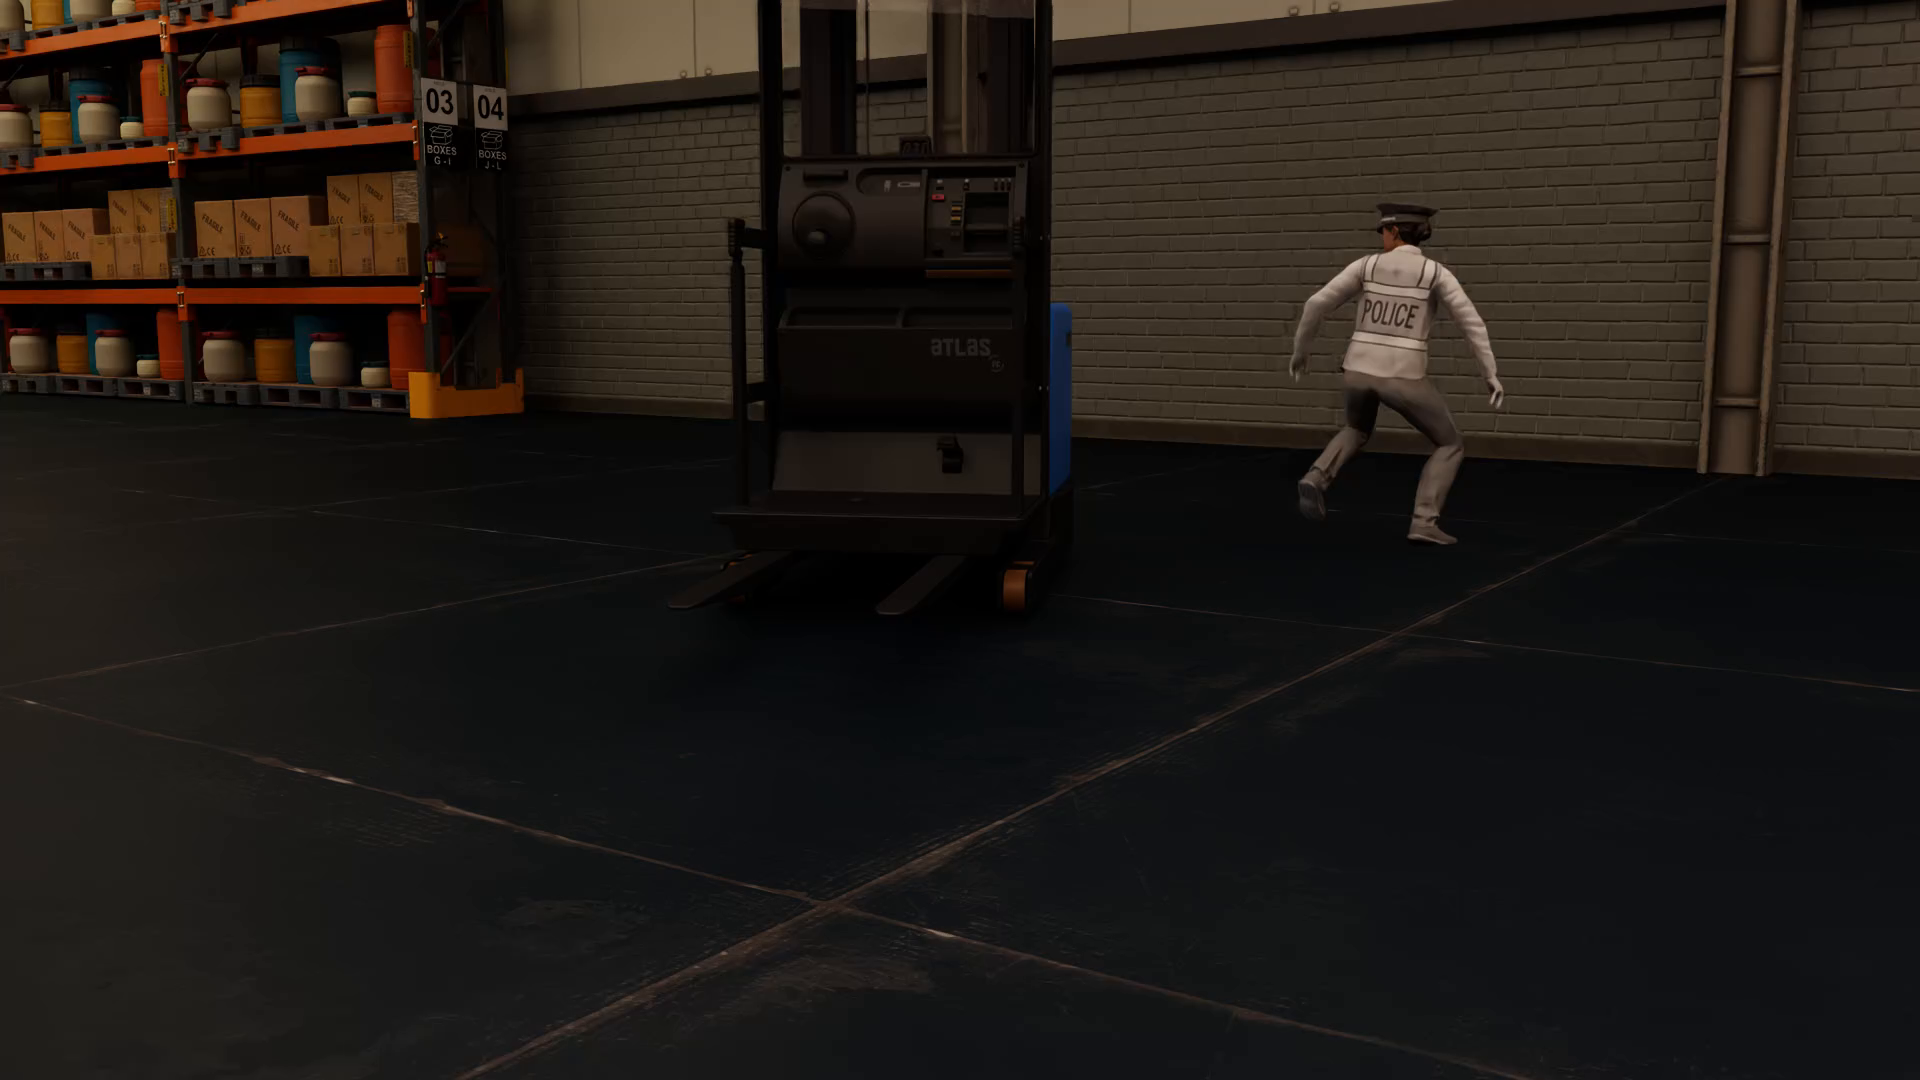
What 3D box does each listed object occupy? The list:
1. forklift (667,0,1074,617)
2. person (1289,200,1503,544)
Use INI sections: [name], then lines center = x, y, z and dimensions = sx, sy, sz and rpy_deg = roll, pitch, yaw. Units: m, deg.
[forklift]
center = -0.246, -1.244, 5.939
dimensions = 1.130, 2.935, 3.031
rpy_deg = 1, 8, 9
[person]
center = 1.962, -0.744, 7.507
dimensions = 0.908, 1.555, 0.483
rpy_deg = 6, 10, 37
